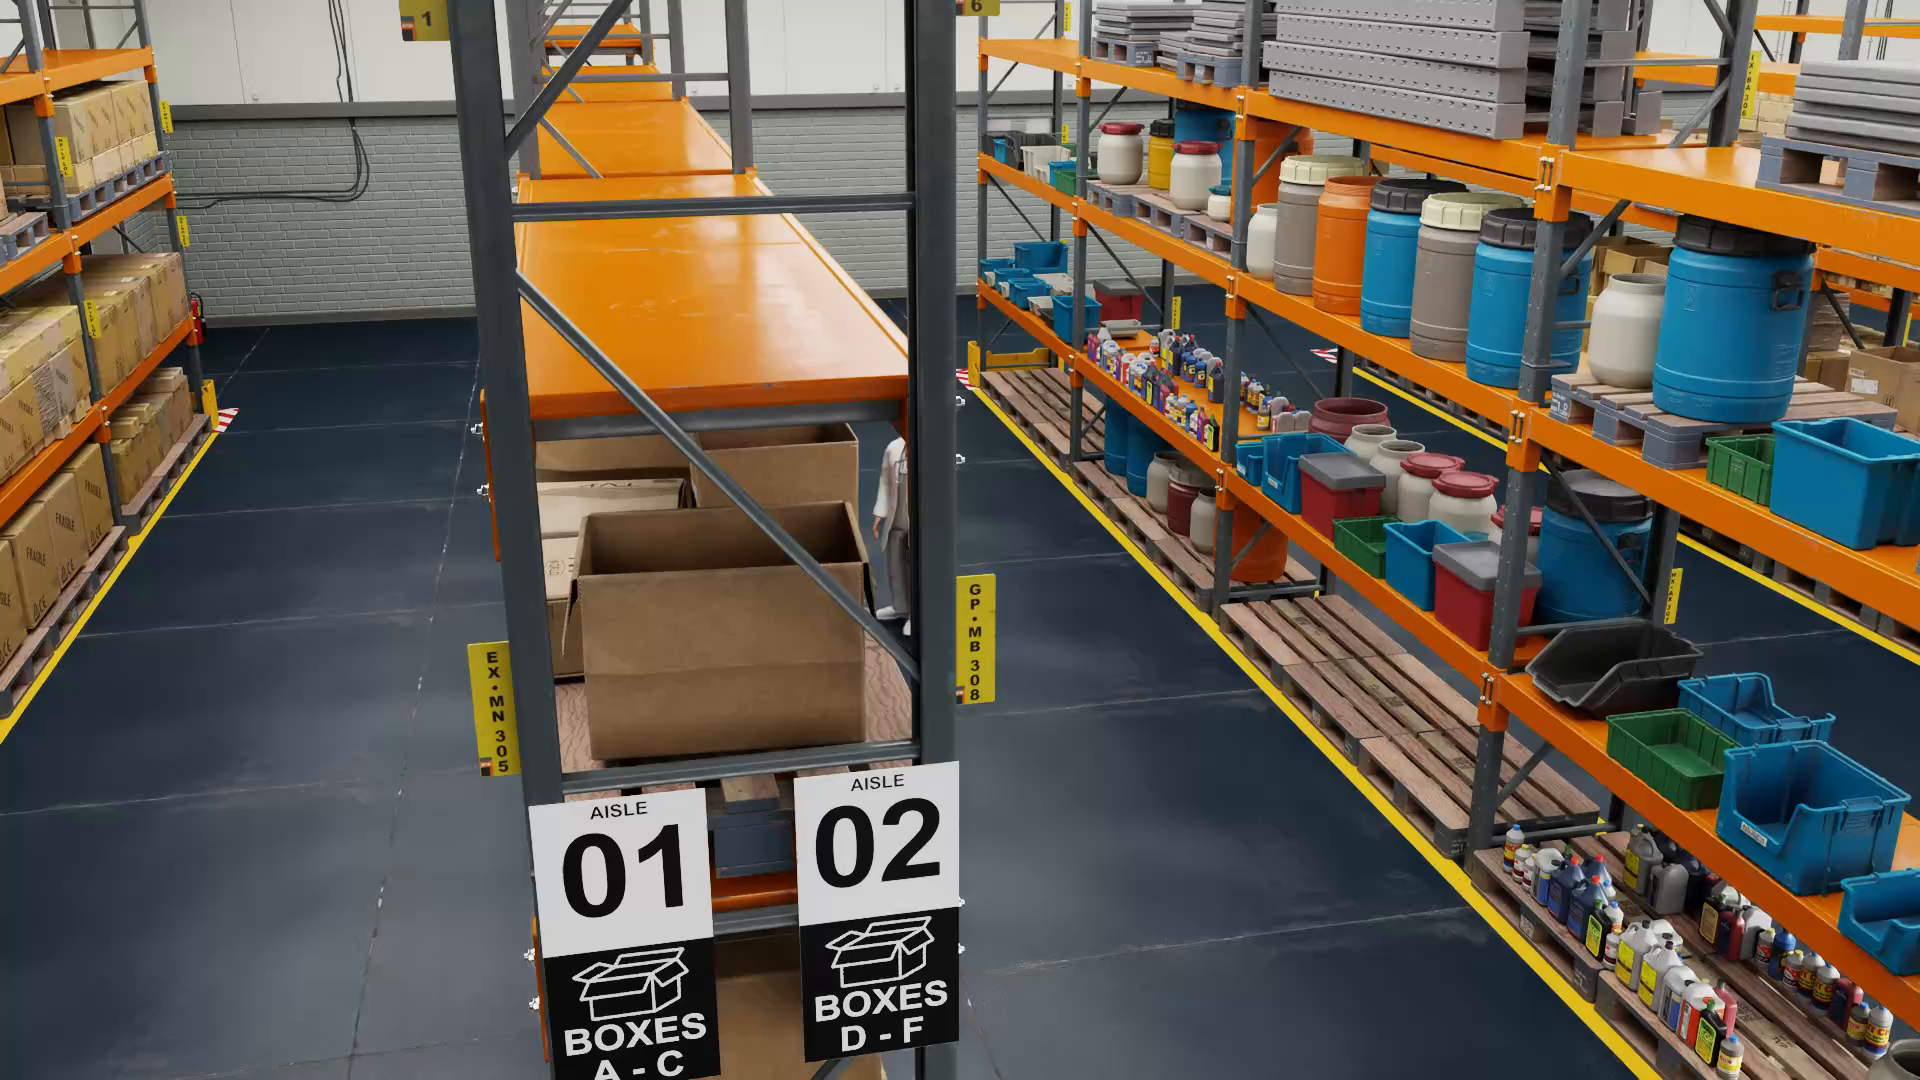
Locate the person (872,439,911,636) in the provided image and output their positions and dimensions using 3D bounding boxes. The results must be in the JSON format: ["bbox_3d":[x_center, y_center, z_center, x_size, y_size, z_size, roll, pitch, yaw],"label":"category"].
[{"bbox_3d":[-0.414,-0.116,12.805,0.720,1.715,0.445,11,22,29],"label":"person"}]
